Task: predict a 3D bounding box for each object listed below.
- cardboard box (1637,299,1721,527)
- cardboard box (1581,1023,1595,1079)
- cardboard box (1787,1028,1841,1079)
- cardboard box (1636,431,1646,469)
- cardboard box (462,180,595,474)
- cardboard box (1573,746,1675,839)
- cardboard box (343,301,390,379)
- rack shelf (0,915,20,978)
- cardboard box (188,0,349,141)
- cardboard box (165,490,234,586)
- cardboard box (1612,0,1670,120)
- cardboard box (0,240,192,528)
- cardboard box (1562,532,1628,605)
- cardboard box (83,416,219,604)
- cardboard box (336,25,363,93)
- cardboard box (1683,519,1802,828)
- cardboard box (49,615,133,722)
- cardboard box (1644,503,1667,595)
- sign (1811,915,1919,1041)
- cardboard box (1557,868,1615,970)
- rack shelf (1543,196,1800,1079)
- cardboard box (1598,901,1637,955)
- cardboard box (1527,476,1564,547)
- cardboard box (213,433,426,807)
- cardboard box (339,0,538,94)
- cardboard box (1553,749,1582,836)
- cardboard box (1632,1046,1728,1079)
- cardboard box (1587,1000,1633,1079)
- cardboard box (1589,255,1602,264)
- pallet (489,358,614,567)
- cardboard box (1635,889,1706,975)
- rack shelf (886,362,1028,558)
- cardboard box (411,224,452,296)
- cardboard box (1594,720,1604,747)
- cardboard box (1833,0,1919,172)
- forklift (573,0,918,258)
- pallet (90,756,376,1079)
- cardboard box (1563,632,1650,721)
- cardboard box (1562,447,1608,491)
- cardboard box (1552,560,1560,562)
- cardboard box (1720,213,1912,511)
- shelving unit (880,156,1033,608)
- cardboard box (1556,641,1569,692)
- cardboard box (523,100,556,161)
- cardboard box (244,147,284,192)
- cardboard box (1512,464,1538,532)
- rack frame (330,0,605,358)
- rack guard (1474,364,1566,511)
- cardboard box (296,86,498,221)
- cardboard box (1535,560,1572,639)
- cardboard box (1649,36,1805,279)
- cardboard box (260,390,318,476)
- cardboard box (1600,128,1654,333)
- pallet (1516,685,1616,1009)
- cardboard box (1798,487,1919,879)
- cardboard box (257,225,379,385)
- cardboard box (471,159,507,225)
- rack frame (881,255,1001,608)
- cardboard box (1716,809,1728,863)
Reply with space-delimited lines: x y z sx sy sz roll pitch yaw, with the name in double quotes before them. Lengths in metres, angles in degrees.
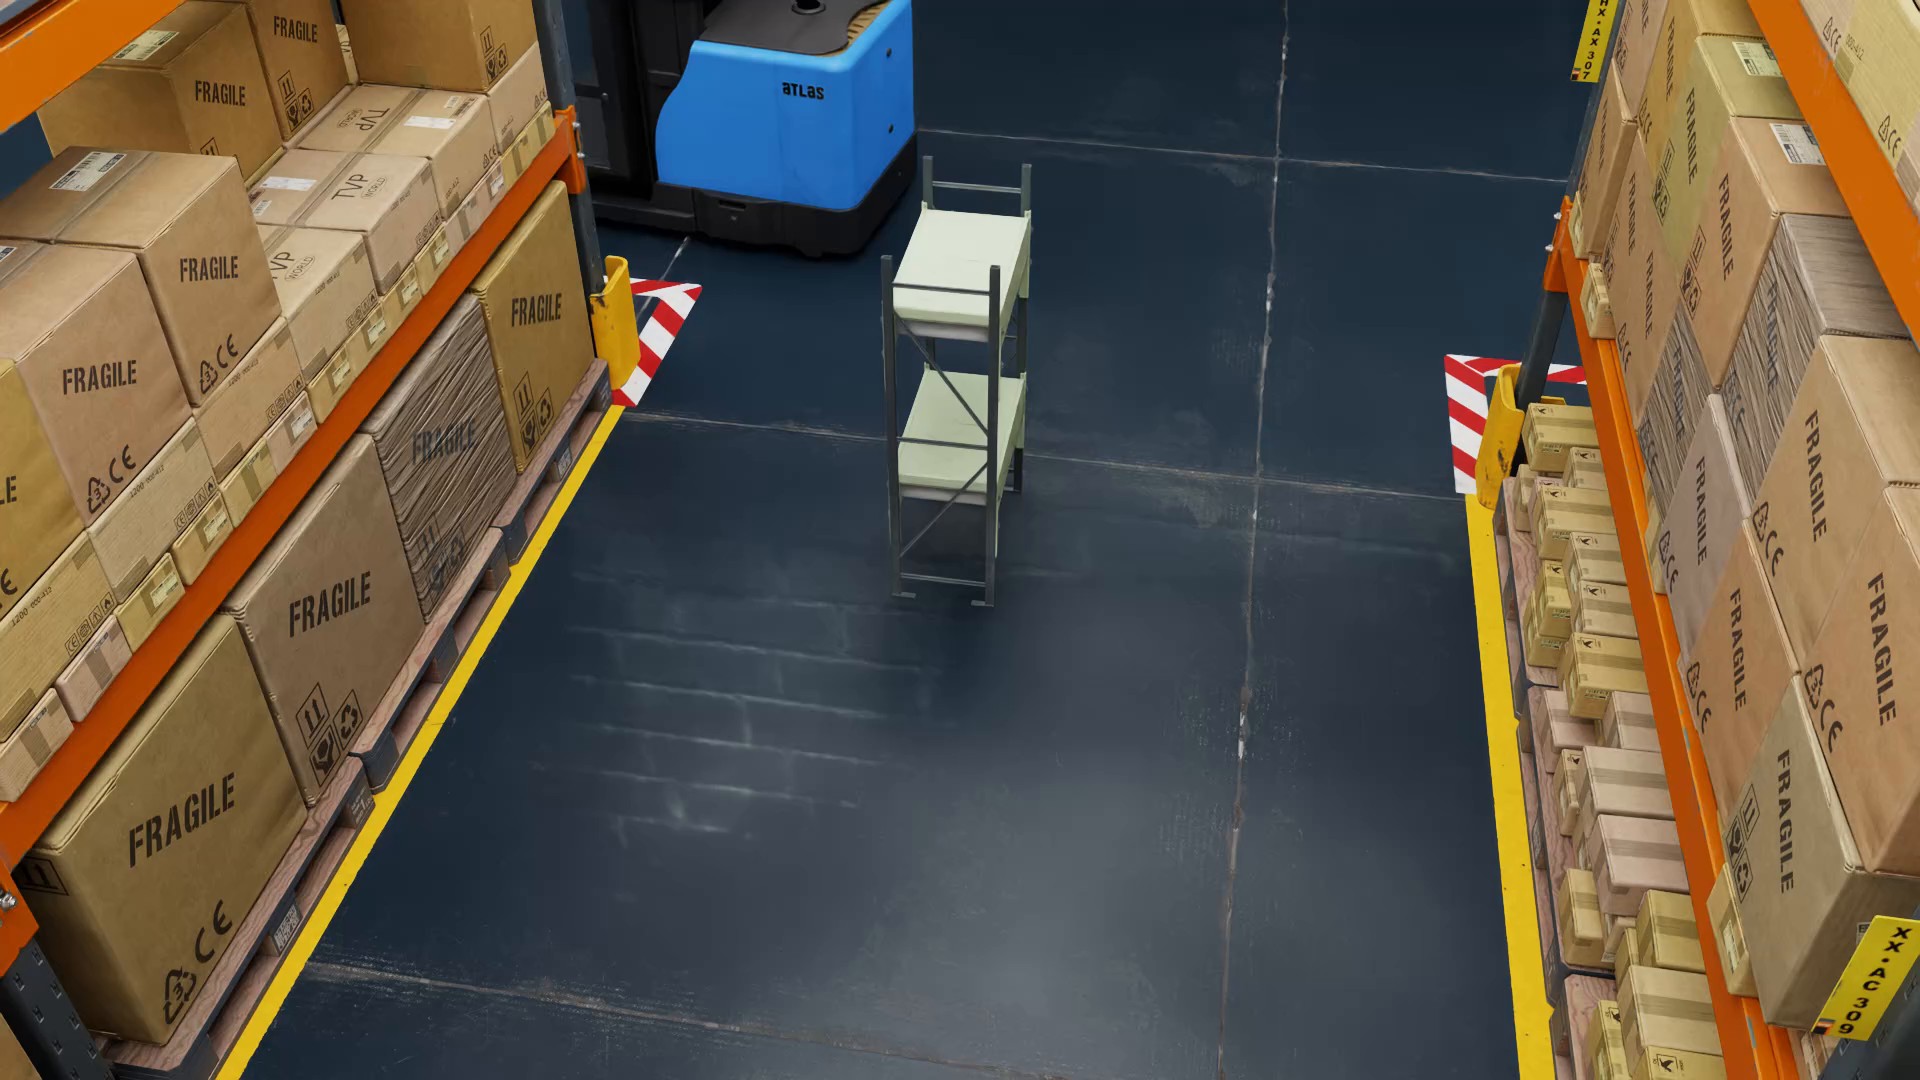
"cardboard box" 2.177 -0.313 4.462 0.500 0.500 0.500 5 40 7
"cardboard box" 1.924 1.461 4.537 0.380 0.149 0.250 5 40 6
"cardboard box" 1.901 1.026 3.352 0.380 0.149 0.250 6 40 7
"cardboard box" 2.241 -0.288 4.941 0.380 0.149 0.250 6 40 7
"cardboard box" -2.125 -0.919 6.845 0.875 0.875 0.875 6 40 8
"cardboard box" 2.041 0.763 4.914 0.380 0.149 0.250 5 40 6
"cardboard box" -2.096 -0.671 5.404 0.380 0.149 0.250 7 40 9
"rack shelf" -3.132 2.056 2.473 1.077 0.370 4.000 6 40 8
"cardboard box" -2.529 -1.747 5.805 0.500 0.500 0.500 5 40 7
"cardboard box" -2.273 -0.024 4.622 0.380 0.149 0.250 5 40 6
"cardboard box" 2.435 -1.662 5.310 0.500 0.500 0.500 6 40 7
"cardboard box" -2.358 -0.403 4.179 0.500 0.500 0.500 6 40 8
"cardboard box" 2.289 0.118 5.694 0.380 0.149 0.250 5 40 5
"cardboard box" -2.355 -0.111 4.414 0.500 0.250 0.500 6 40 7
"cardboard box" -2.442 -1.772 6.423 0.500 0.250 0.500 5 40 6
"cardboard box" 1.978 0.321 3.696 0.500 0.500 0.500 5 40 6
"cardboard box" -2.361 0.307 4.222 0.380 0.149 0.250 5 40 6
"cardboard box" 2.101 0.037 4.549 0.380 0.149 0.250 7 40 9
"sign" 1.546 0.746 2.815 0.100 0.325 0.005 6 40 8
"cardboard box" 1.993 1.138 4.927 0.380 0.149 0.250 6 40 8
"rack shelf" 2.428 0.156 4.771 1.077 0.370 4.000 6 40 8
"cardboard box" 2.052 1.074 4.772 0.380 0.149 0.250 7 40 9
"cardboard box" 2.328 -0.088 6.176 0.380 0.149 0.250 6 40 7
"cardboard box" -2.437 0.211 5.479 0.875 0.875 0.875 6 40 8
"cardboard box" -1.919 -1.998 6.108 0.500 0.500 0.500 7 40 8
"cardboard box" 2.114 0.827 5.304 0.380 0.149 0.250 6 40 8
"cardboard box" 1.892 1.425 4.113 0.380 0.149 0.250 7 40 8
"cardboard box" 1.887 1.382 4.398 0.380 0.149 0.250 5 40 6
"cardboard box" 2.392 -0.948 5.740 0.380 0.149 0.250 8 40 9
"pallet" -2.155 -0.401 7.070 1.003 0.211 1.213 6 40 8
"cardboard box" 2.050 1.114 4.490 0.380 0.149 0.250 8 40 9
"rack shelf" -0.001 -0.323 6.475 0.431 0.370 0.720 6 40 8
"cardboard box" -2.006 -0.989 5.789 0.380 0.149 0.250 6 40 7
"cardboard box" 2.263 0.576 5.373 0.380 0.149 0.250 8 40 10
"cardboard box" 2.086 -0.933 3.288 0.500 0.250 0.500 6 40 7
"forklift" -1.806 -3.112 8.213 3.031 2.935 1.130 12 41 14
"pallet" -2.577 1.130 5.218 1.003 0.211 1.213 6 40 8
"cardboard box" 2.141 0.451 5.291 0.380 0.149 0.250 7 40 8
"cardboard box" 2.420 -0.191 6.068 0.380 0.149 0.250 7 40 8
"cardboard box" 2.367 0.184 6.081 0.380 0.149 0.250 7 40 8
"cardboard box" 2.084 -0.374 3.751 0.500 0.500 0.500 7 40 9
"shelving unit" -0.001 -0.574 6.267 0.431 1.500 0.755 6 40 8
"cardboard box" 2.265 0.503 5.695 0.380 0.149 0.250 6 40 8
"cardboard box" -1.831 -1.630 6.564 0.380 0.149 0.250 7 40 9
"cardboard box" -2.616 -1.130 5.647 0.500 0.250 0.500 5 40 6
"cardboard box" 2.368 -0.146 6.480 0.380 0.149 0.250 7 40 9
"rack frame" -2.093 -1.986 6.799 1.000 3.000 0.127 6 40 8
"rack guard" 2.761 -0.365 6.799 1.175 0.500 0.348 6 40 8
"cardboard box" -2.004 -1.392 5.963 0.500 0.250 0.500 6 40 7
"cardboard box" 2.221 0.225 5.799 0.380 0.149 0.250 8 40 9
"cardboard box" 2.242 -1.021 4.534 0.500 0.500 0.500 6 40 7
"cardboard box" -2.183 -0.342 5.006 0.380 0.149 0.250 7 40 8
"cardboard box" 2.357 -0.939 5.220 0.500 0.500 0.500 6 40 8
"pallet" 2.372 1.016 5.356 1.003 0.211 1.213 6 40 8
"cardboard box" 1.897 0.271 2.972 0.500 0.500 0.500 5 40 6
"cardboard box" -2.178 -0.745 5.181 0.500 0.250 0.500 6 40 8
"cardboard box" -1.919 -1.308 6.176 0.380 0.149 0.250 6 40 8
"rack frame" -0.064 -0.344 5.989 0.400 1.500 0.023 6 40 8
"cardboard box" 1.943 0.691 3.757 0.380 0.149 0.250 8 40 9
